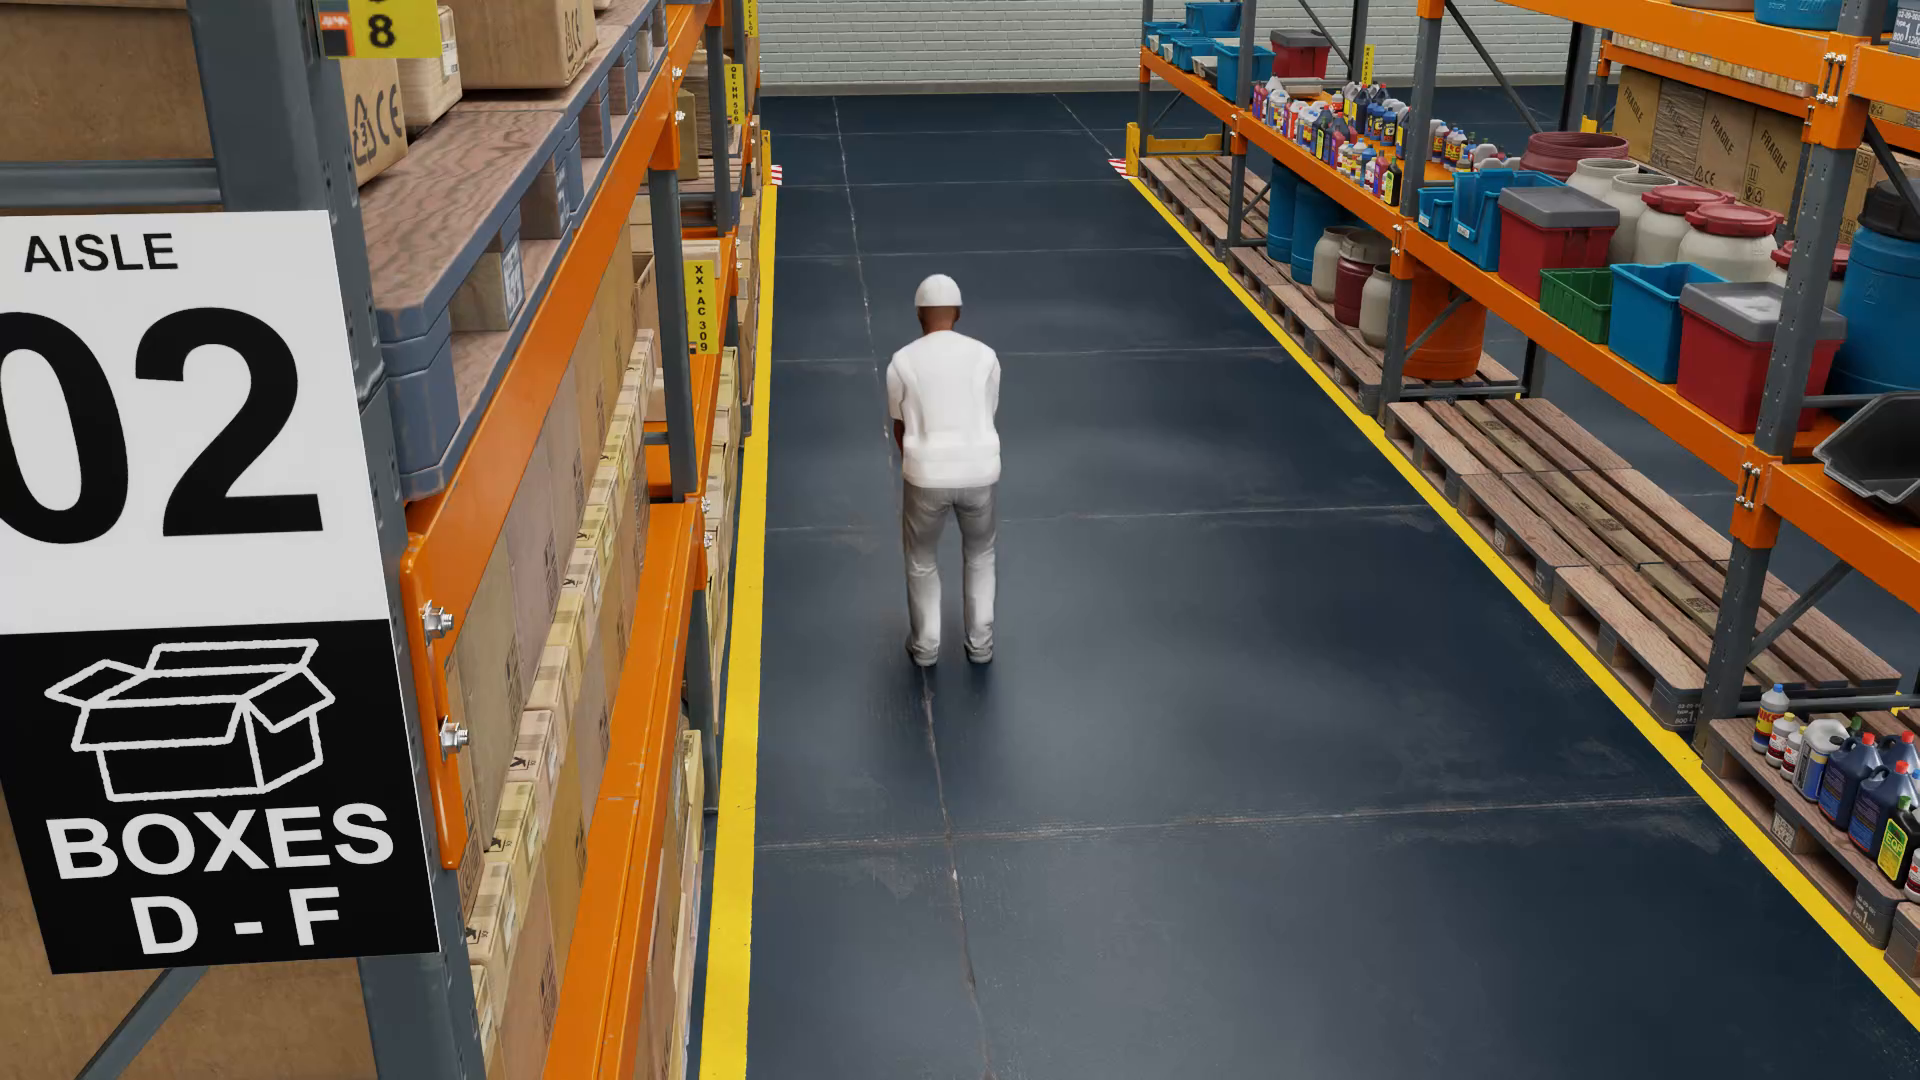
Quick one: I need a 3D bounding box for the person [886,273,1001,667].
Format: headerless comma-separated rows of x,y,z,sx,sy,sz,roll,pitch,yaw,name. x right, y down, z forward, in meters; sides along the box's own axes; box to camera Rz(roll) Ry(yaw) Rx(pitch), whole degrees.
-0.073,-0.309,7.336,0.498,1.718,0.613,-3,24,-7,person
